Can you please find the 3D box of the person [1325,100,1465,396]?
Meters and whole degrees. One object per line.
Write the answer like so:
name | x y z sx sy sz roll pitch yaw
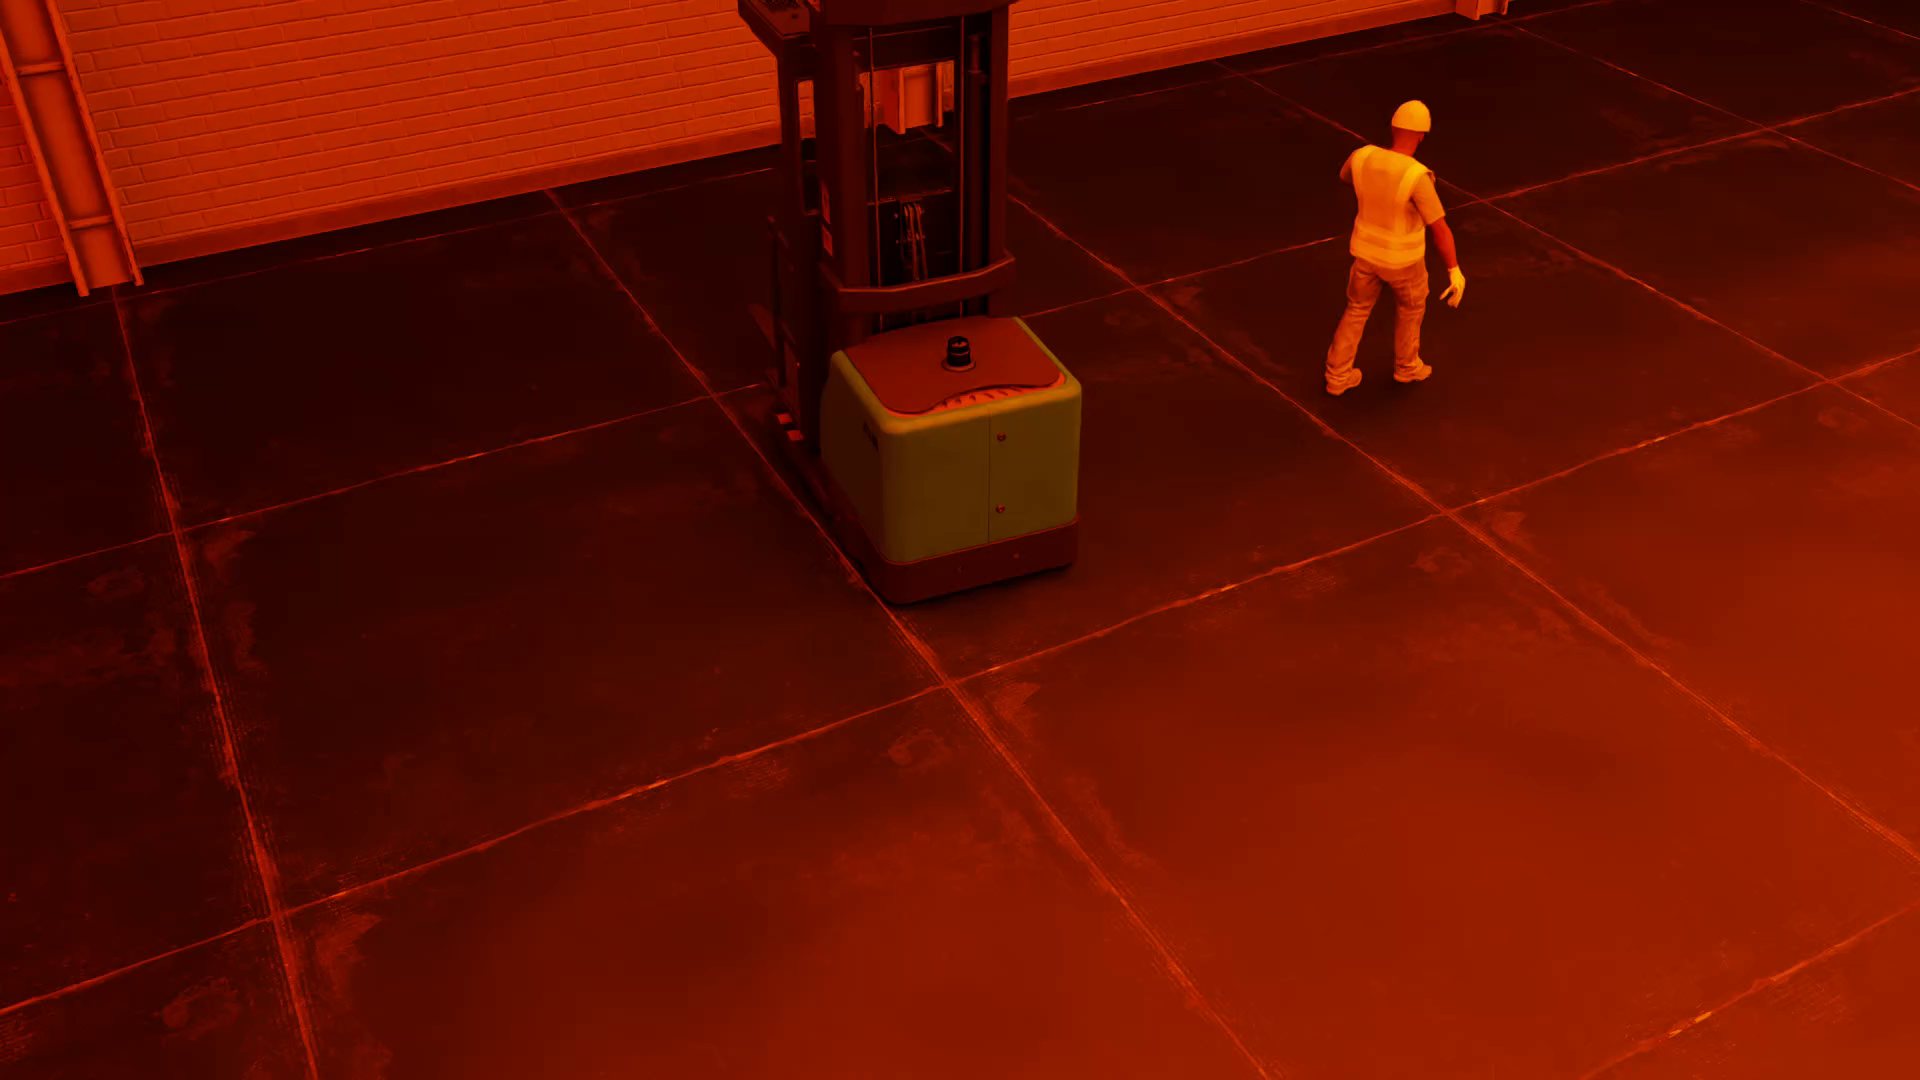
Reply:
person | 2.537 -1.656 9.505 0.725 1.769 1.043 -28 44 -34

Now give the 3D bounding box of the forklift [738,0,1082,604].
forklift | -0.429 -1.732 8.573 1.130 2.935 3.031 -13 37 -18
